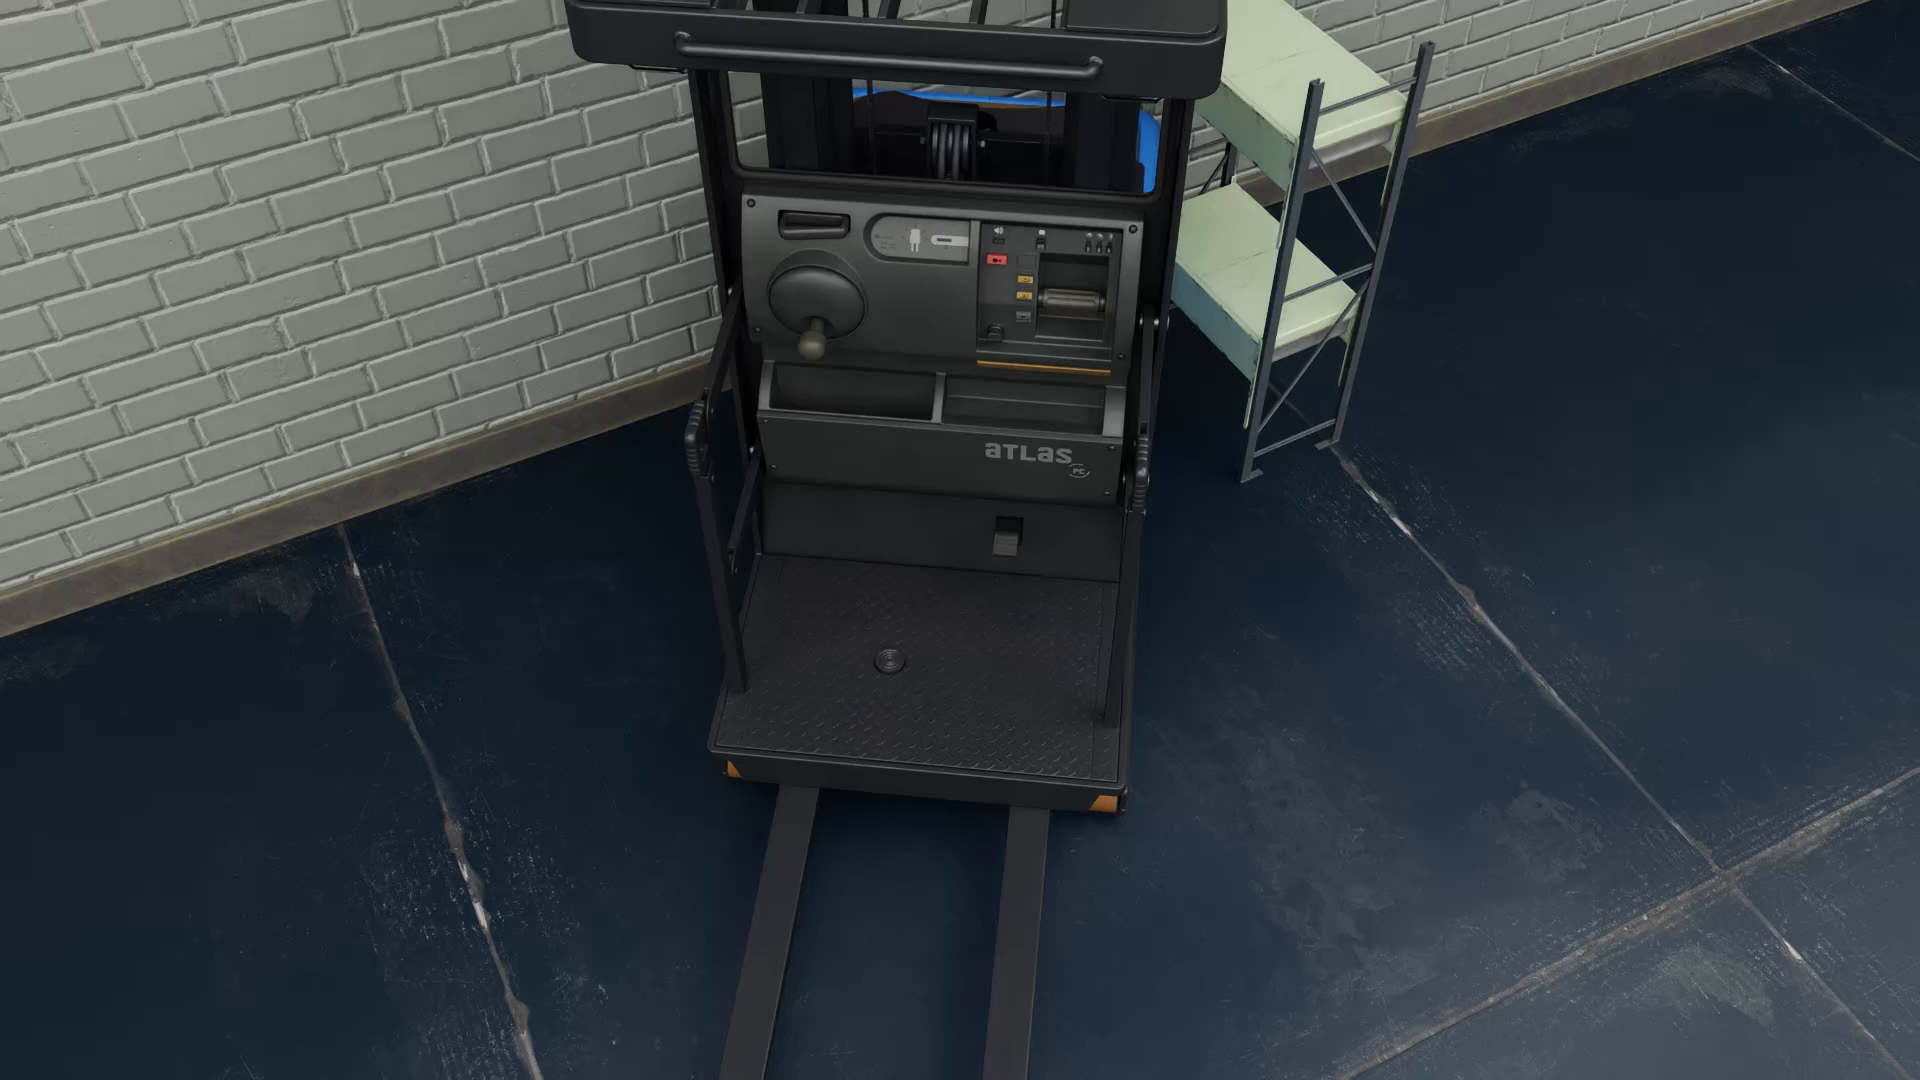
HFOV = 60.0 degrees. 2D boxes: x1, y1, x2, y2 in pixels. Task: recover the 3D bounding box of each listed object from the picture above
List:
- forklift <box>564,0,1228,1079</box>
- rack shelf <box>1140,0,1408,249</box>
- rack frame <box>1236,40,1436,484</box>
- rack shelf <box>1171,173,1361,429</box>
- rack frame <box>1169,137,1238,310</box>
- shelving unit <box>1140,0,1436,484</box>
[{"bbox_3d":[-0.068,-0.496,3.737,1.130,2.935,3.031,5,49,4],"label":"forklift"},{"bbox_3d":[0.904,-1.254,4.832,0.431,0.370,0.720,-23,53,-19],"label":"rack shelf"},{"bbox_3d":[1.082,-0.756,4.915,0.400,1.500,0.023,-23,53,-19],"label":"rack frame"},{"bbox_3d":[0.904,-0.782,5.371,0.431,0.370,0.720,-23,53,-19],"label":"rack shelf"},{"bbox_3d":[0.727,-1.238,5.336,0.400,1.500,0.023,-23,53,-19],"label":"rack frame"},{"bbox_3d":[0.904,-0.997,5.125,0.431,1.500,0.755,-23,53,-19],"label":"shelving unit"}]
